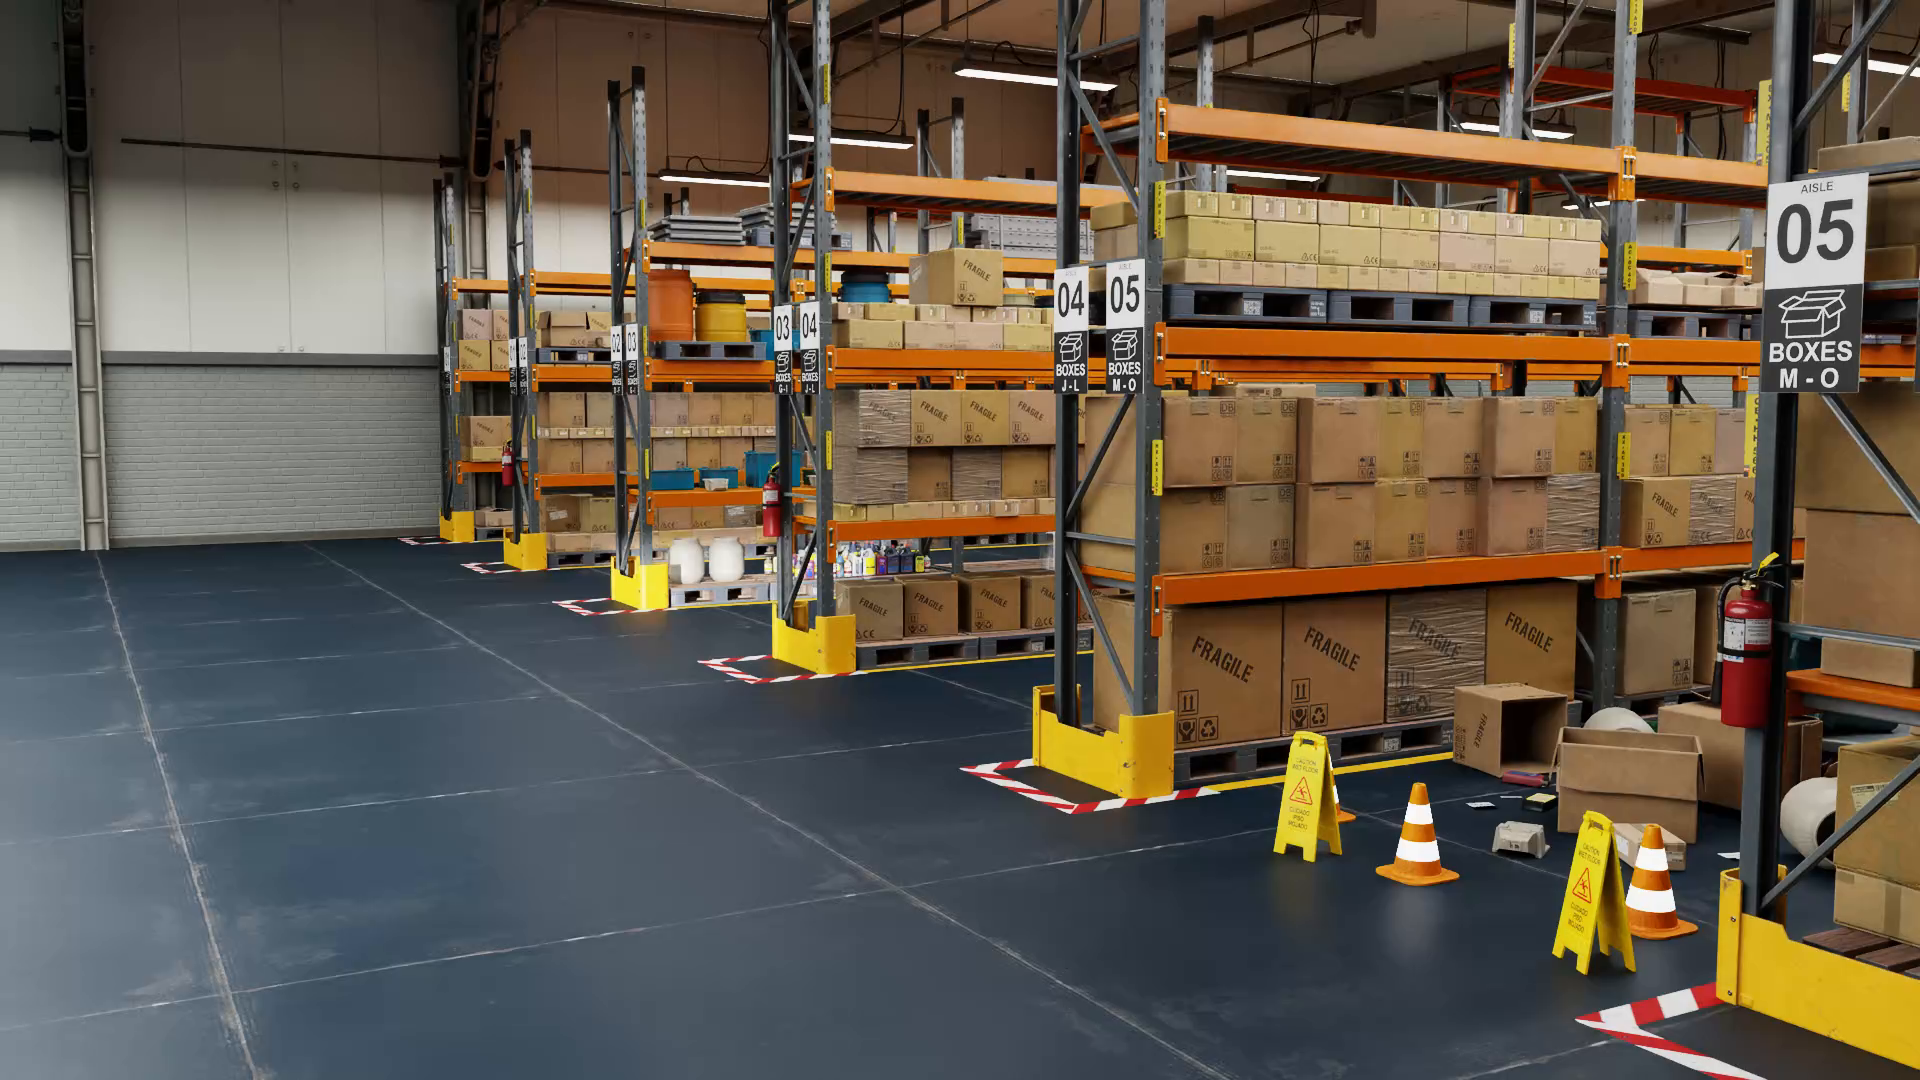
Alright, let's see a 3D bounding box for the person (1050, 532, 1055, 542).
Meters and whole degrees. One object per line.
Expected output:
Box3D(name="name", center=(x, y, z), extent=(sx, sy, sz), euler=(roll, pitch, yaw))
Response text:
Box3D(name="person", center=(1.266, -0.069, 18.268), extent=(0.575, 1.778, 0.487), euler=(-3, 6, -29))
